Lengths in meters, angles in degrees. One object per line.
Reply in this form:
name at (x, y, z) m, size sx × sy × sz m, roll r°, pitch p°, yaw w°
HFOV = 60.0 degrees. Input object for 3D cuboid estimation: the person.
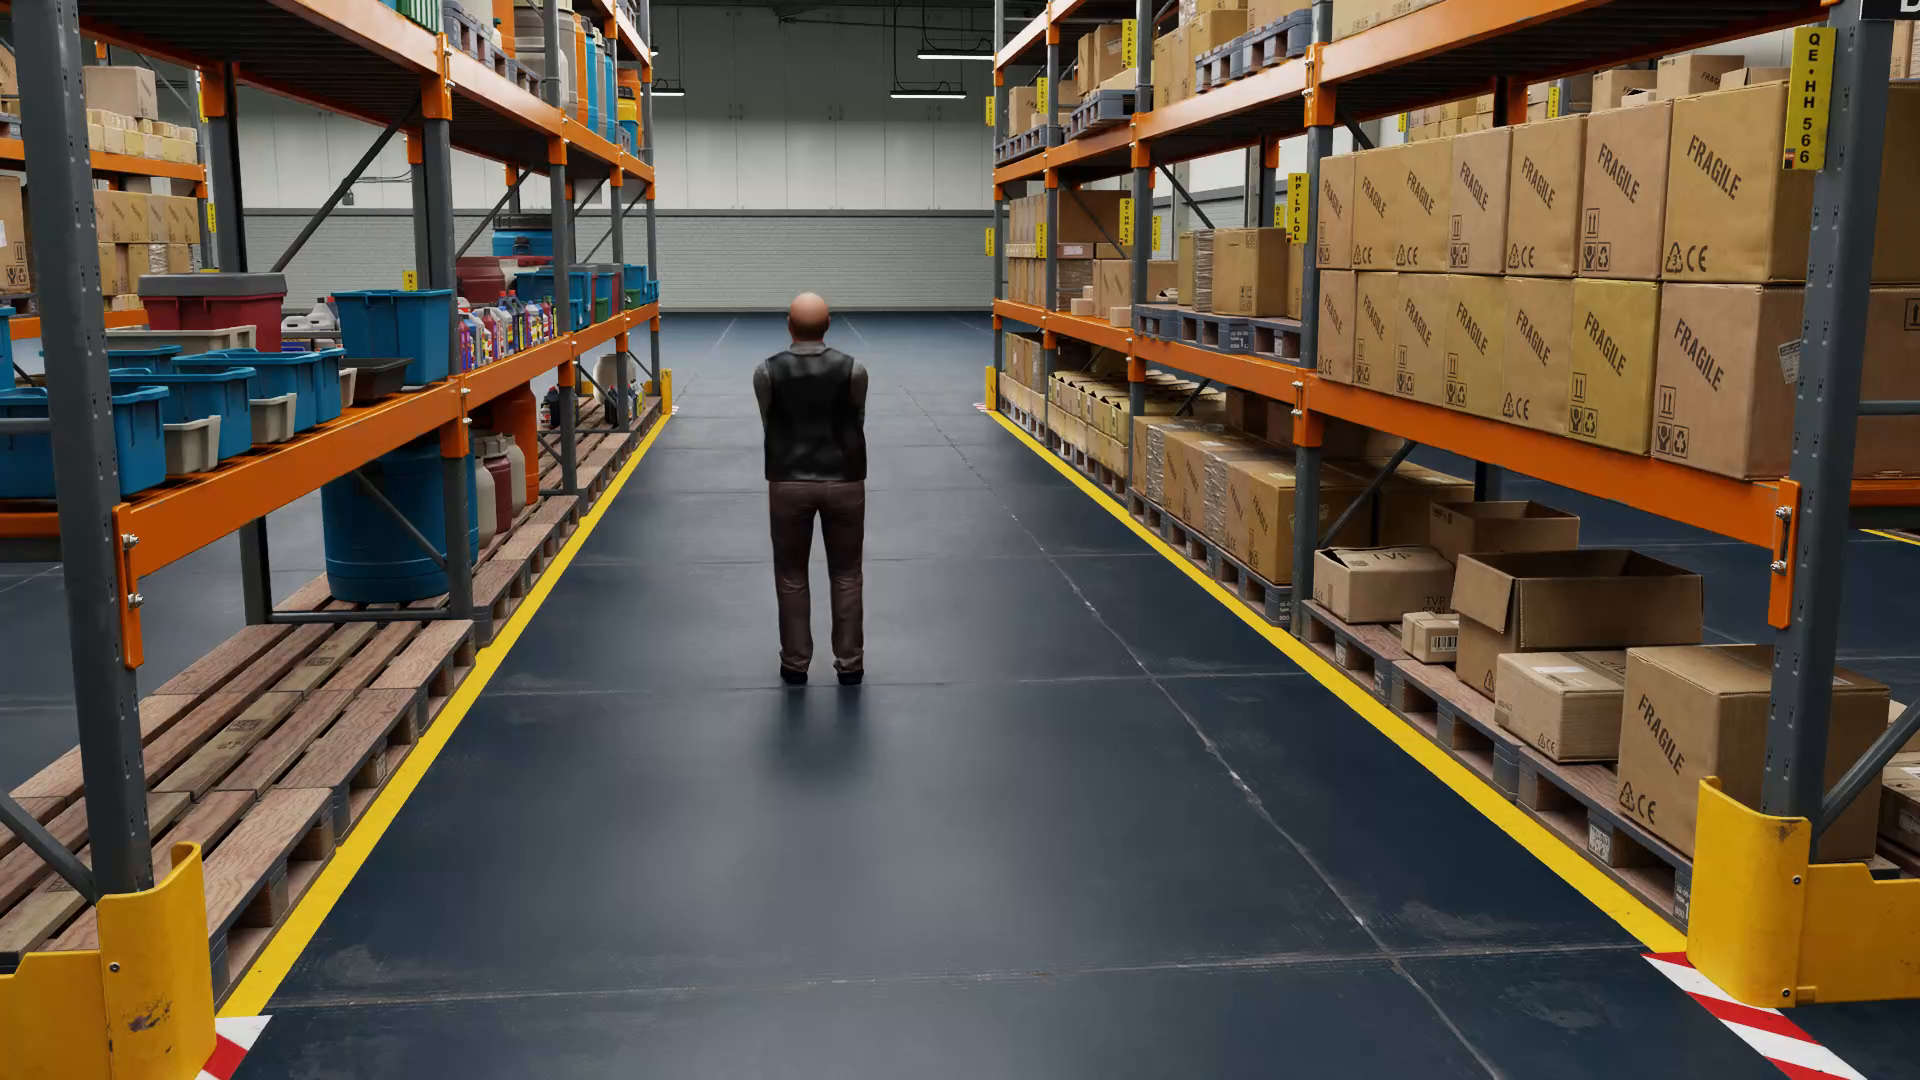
person at (-0.650, -0.232, 7.324) m, size 0.494 × 1.711 × 0.551 m, roll -1°, pitch 10°, yaw -5°
